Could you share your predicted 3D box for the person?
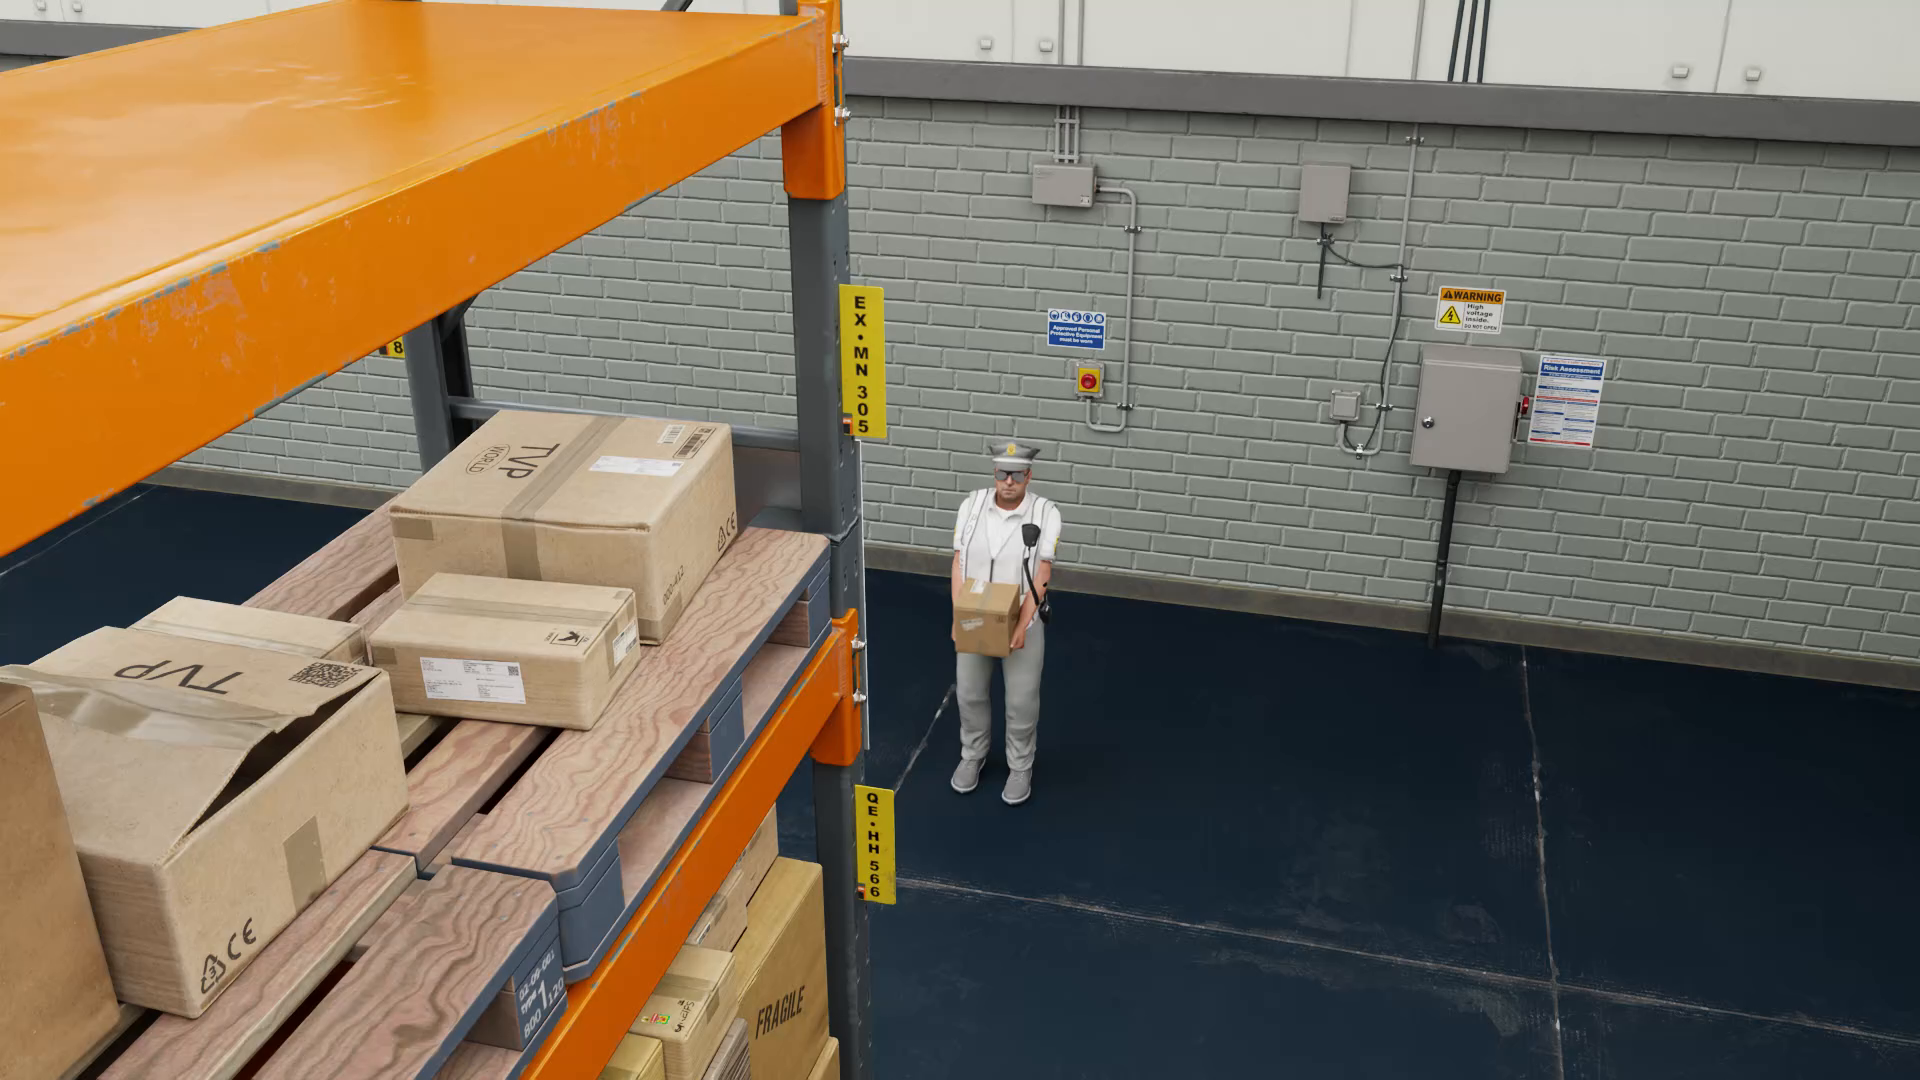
[{"bbox_3d":[0.191,0.393,7.738,0.494,1.768,0.571,6,26,13],"label":"person"}]
